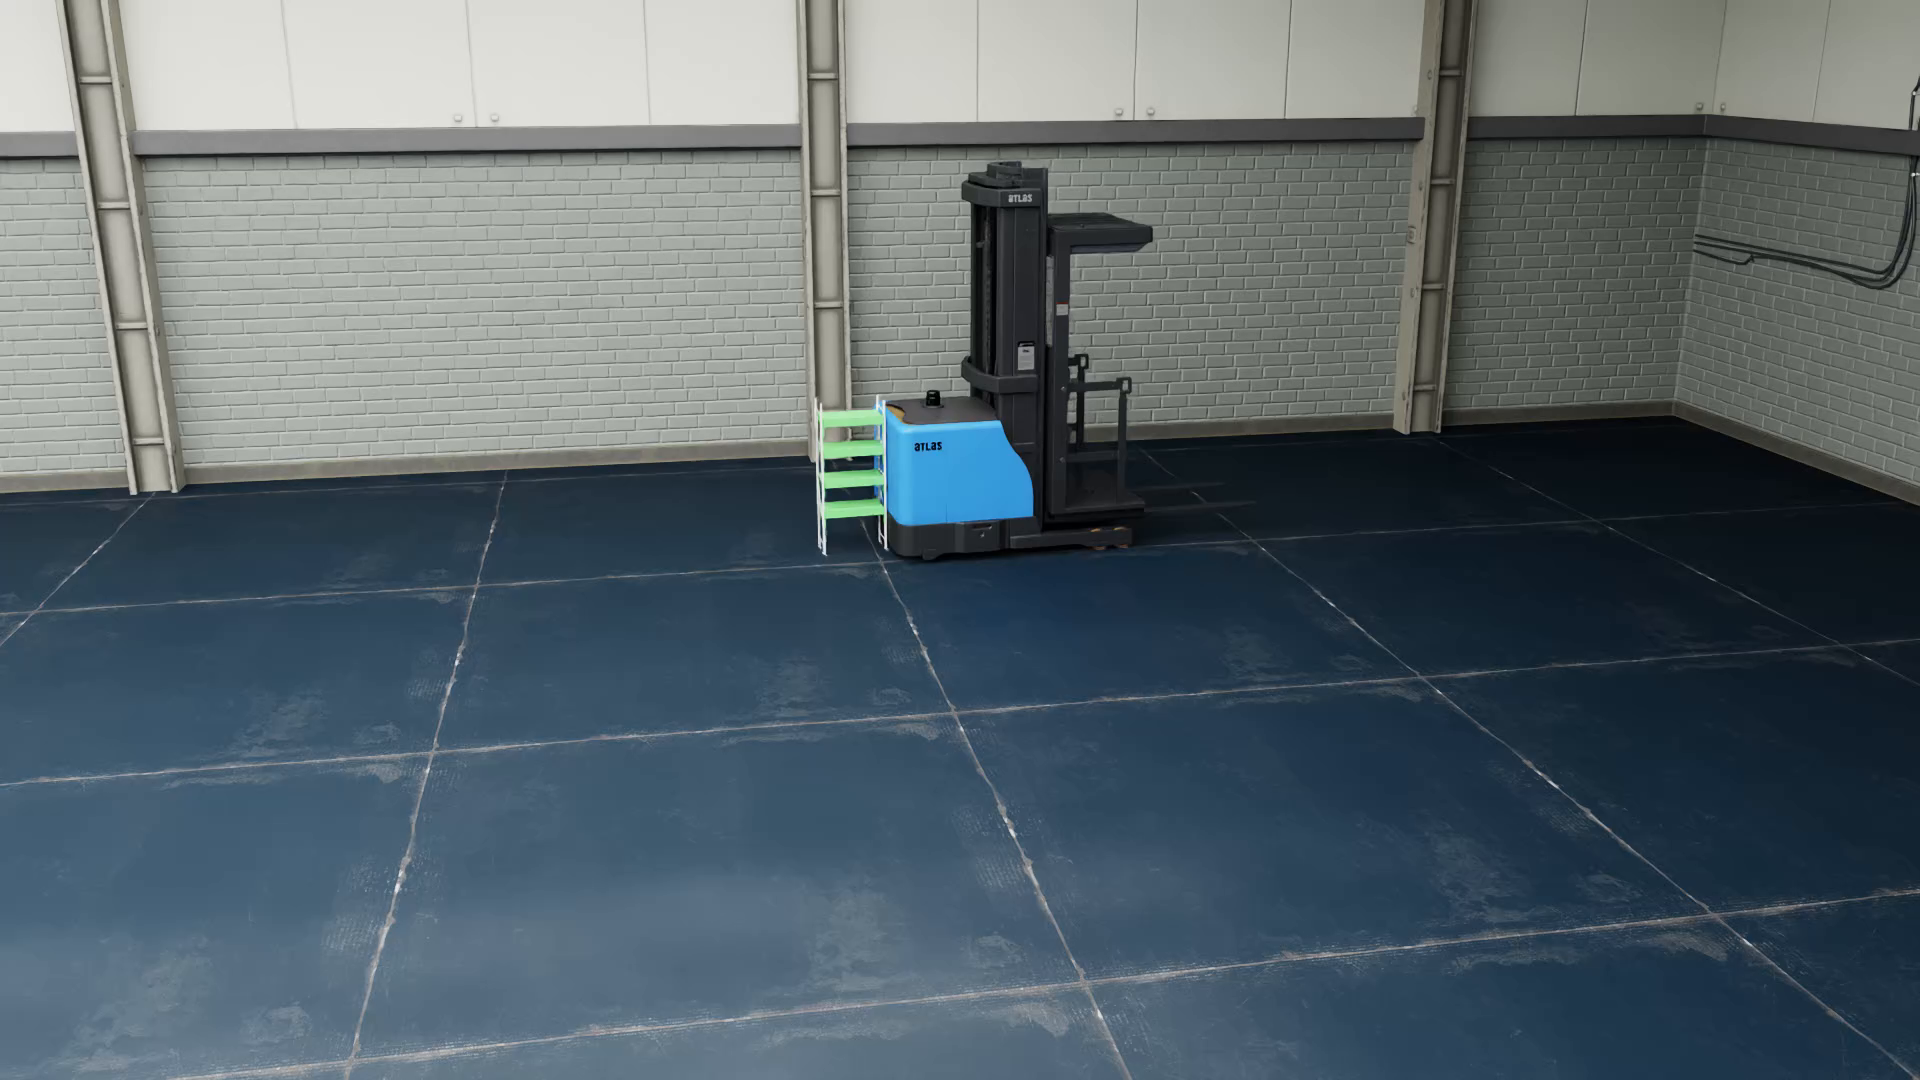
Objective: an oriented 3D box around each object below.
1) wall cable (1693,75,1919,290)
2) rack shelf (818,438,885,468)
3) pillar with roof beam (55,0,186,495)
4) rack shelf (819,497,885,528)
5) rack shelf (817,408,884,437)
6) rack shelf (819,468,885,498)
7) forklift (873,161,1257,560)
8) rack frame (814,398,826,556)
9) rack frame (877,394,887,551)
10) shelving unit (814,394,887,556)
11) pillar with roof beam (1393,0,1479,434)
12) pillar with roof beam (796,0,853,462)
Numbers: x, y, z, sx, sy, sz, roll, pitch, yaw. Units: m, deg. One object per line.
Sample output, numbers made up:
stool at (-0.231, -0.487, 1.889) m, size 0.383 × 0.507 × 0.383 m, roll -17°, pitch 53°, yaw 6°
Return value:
wall cable at (7.799, -3.723, 15.394) m, size 0.112 × 2.526 × 3.097 m, roll -3°, pitch 17°, yaw -10°
rack shelf at (-0.846, -0.674, 12.863) m, size 0.480 × 0.148 × 0.258 m, roll -5°, pitch 18°, yaw -14°
pillar with roof beam at (-6.310, -3.515, 9.429) m, size 0.400 × 9.000 × 9.100 m, roll -3°, pitch 17°, yaw -10°
rack shelf at (-0.846, -0.215, 13.004) m, size 0.480 × 0.148 × 0.258 m, roll -5°, pitch 18°, yaw -14°
rack shelf at (-0.846, -0.904, 12.793) m, size 0.480 × 0.148 × 0.258 m, roll -5°, pitch 18°, yaw -14°
rack shelf at (-0.846, -0.445, 12.934) m, size 0.480 × 0.148 × 0.258 m, roll -5°, pitch 18°, yaw -14°
forklift at (0.870, -1.465, 13.091) m, size 3.031 × 2.935 × 1.130 m, roll -5°, pitch 18°, yaw -14°
rack frame at (-1.081, -0.487, 12.855) m, size 0.015 × 1.200 × 0.240 m, roll -5°, pitch 18°, yaw -14°
rack frame at (-0.610, -0.524, 12.976) m, size 0.015 × 1.200 × 0.240 m, roll -5°, pitch 18°, yaw -14°
shelving unit at (-0.846, -0.506, 12.915) m, size 0.503 × 1.200 × 0.258 m, roll -5°, pitch 18°, yaw -14°
pillar with roof beam at (5.472, -4.183, 11.605) m, size 0.400 × 9.000 × 9.100 m, roll -3°, pitch 17°, yaw -10°
pillar with roof beam at (-0.419, -3.849, 10.517) m, size 0.400 × 9.000 × 9.100 m, roll -3°, pitch 17°, yaw -10°
